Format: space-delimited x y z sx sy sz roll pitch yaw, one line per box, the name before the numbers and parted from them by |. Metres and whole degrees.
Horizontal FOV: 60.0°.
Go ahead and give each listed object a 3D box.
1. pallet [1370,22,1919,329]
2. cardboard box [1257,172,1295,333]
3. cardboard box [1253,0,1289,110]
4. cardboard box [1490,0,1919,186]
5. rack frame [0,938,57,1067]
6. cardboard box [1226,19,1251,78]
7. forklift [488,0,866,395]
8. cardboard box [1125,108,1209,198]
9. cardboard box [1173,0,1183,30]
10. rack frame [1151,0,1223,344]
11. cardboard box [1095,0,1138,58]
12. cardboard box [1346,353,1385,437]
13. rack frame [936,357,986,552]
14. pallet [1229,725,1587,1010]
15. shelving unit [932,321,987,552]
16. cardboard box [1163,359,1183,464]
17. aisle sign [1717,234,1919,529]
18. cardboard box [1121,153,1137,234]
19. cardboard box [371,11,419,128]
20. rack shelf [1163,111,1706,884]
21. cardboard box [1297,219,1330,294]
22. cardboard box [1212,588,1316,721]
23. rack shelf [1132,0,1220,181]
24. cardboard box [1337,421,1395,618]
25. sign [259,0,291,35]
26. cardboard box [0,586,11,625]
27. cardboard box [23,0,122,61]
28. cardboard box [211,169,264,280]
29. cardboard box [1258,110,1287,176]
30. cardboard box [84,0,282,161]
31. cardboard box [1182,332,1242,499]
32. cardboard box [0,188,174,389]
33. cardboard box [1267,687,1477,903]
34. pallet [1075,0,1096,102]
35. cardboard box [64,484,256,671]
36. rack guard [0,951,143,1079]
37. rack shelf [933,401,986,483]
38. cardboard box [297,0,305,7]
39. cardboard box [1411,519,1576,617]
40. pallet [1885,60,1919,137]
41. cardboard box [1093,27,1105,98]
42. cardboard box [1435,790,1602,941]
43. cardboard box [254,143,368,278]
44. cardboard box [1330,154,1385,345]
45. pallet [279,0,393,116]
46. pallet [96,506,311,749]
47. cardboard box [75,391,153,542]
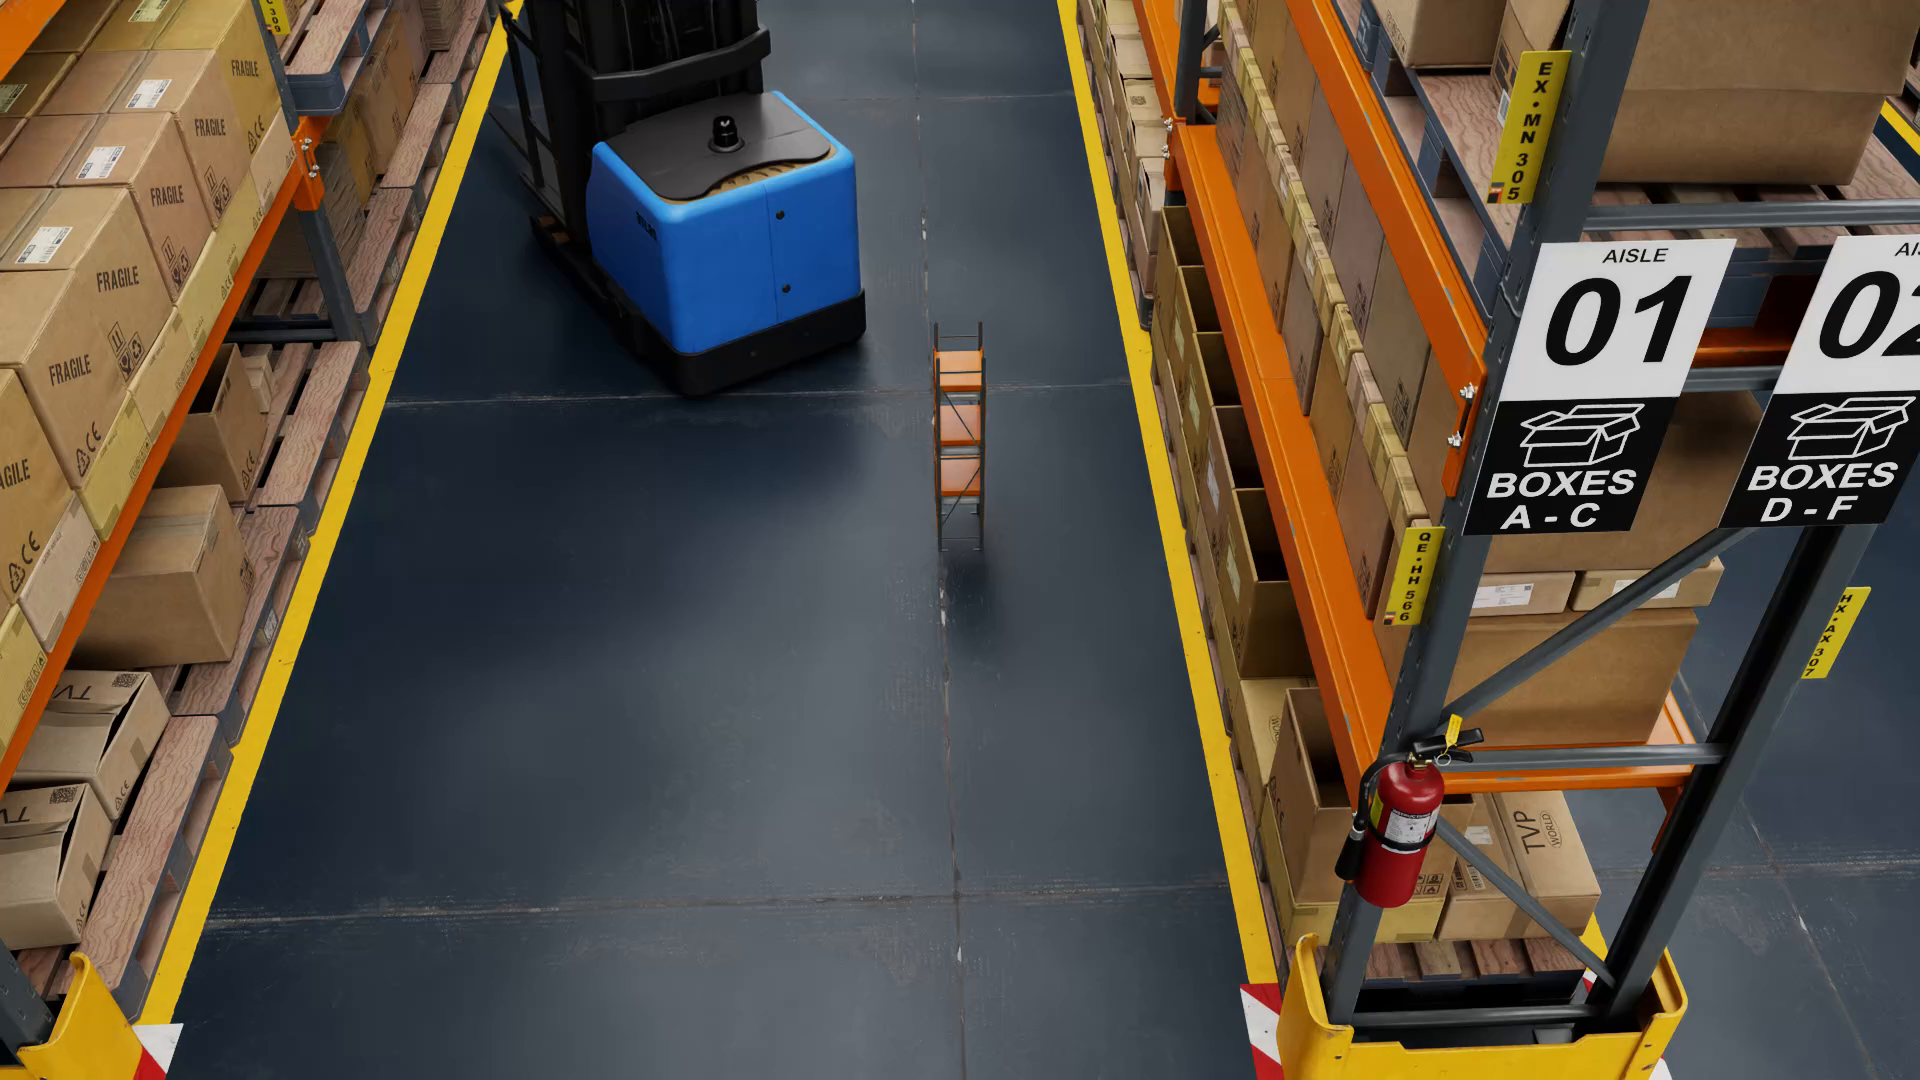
pallet | 1.645 -0.952 4.064 1.003 0.211 1.213 -2 43 -2
cardboard box | 1.551 -1.144 6.354 0.700 0.500 0.500 -1 43 -1
cardboard box | 1.527 -1.976 6.301 0.700 0.500 0.500 -2 43 -2
cardboard box | 1.629 -1.139 3.712 0.797 0.503 0.637 1 43 1
rack frame | -3.297 0.744 4.369 0.949 2.616 0.053 -2 43 -2
cardboard box | 1.308 -2.021 6.831 0.380 0.149 0.250 -1 43 -1
forklift | -1.701 -2.752 8.233 1.130 2.935 3.031 -24 48 -24
cardboard box | 1.147 -2.066 8.742 0.500 0.311 0.500 -1 43 -1
cardboard box | 1.258 -2.640 8.160 0.396 0.266 0.258 -3 43 -3
rack frame | 1.479 -2.101 7.472 1.000 3.000 0.127 -2 43 -2
cardboard box | 1.088 -3.089 9.859 0.500 0.311 0.500 -3 43 -3
cardboard box | 1.411 -0.449 5.115 0.380 0.149 0.250 -1 43 -1
rack frame | 0.003 -0.341 6.994 0.200 1.050 0.008 -2 43 -2
pallet | 1.575 1.112 6.030 1.003 0.211 1.213 -2 43 -2
shelving unit | -0.002 -0.423 7.084 0.215 1.050 0.252 -2 43 -2
cardboard box | 1.212 -0.583 7.540 0.500 0.250 0.500 -2 43 -2
aisle sign | 1.958 -0.324 3.609 0.394 0.787 0.004 -2 43 -2
cardboard box | 1.152 -1.856 8.928 0.500 0.250 0.500 -2 43 -2
cardboard box | -3.602 -2.727 9.680 0.700 0.500 0.500 -2 43 -2
rack shelf | 1.564 -0.486 6.242 1.077 0.370 4.000 -2 43 -2
cardboard box | 1.374 -0.977 5.691 0.380 0.149 0.250 -2 43 -2
cardboard box | 1.275 0.430 6.435 0.500 0.250 0.500 -2 43 -2
rack shelf | 1.394 -3.186 9.188 1.077 0.370 4.000 -2 43 -2
cardboard box | 1.615 -0.108 5.223 0.700 0.500 0.500 -1 43 -1
sign | -2.928 -2.297 7.045 0.100 0.325 0.005 -2 43 -2
cardboard box | -3.020 0.184 4.520 0.500 0.500 0.500 -2 43 -2
cardboard box | -3.659 -1.862 6.752 0.500 0.500 0.500 -3 43 -3
cardboard box | -3.134 -1.261 6.652 0.500 0.250 0.500 -1 43 -2
cardboard box | 1.342 -1.501 6.263 0.380 0.149 0.250 -3 43 -3
cardboard box | -3.141 -1.875 6.766 0.500 0.500 0.500 -2 43 -2
cardboard box | 1.229 -0.522 6.918 0.500 0.500 0.500 -2 43 -2
cardboard box | -3.080 -0.847 5.645 0.500 0.500 0.500 0 43 0
cardboard box | 1.329 0.828 5.446 0.500 0.500 0.500 -2 43 -2
pallet | 1.305 -3.217 10.753 1.003 0.211 1.213 -2 43 -2
cardboard box | -3.245 0.152 6.539 0.700 0.500 0.500 -4 43 -4
rack guard | -3.303 1.614 5.269 1.175 0.500 0.348 -2 43 -2
rack shelf | -0.002 -0.415 7.091 0.215 0.259 0.240 -2 43 -2
cardboard box | -3.474 -2.878 7.920 0.700 0.500 0.500 2 43 3
cardboard box | 1.442 0.071 4.549 0.380 0.149 0.250 -2 43 -3
pallet | 6.301 -2.568 10.045 1.003 0.211 1.213 -2 43 -2
cardboard box | 1.088 -2.891 10.058 0.500 0.250 0.500 -3 43 -3
cardboard box | 1.849 1.089 5.715 0.500 0.250 0.500 -2 43 -2
cardboard box | -3.518 -1.694 8.552 0.700 0.500 0.500 0 43 0
cardboard box | 1.590 -0.962 5.196 0.700 0.500 0.500 -1 43 -2
pallet | -3.357 -2.406 7.947 1.003 0.211 1.213 -2 43 -2
pallet | -3.351 0.349 6.862 1.003 0.211 1.213 -2 43 -2
cardboard box | -3.055 -0.241 5.539 0.500 0.250 0.500 -2 43 -2
